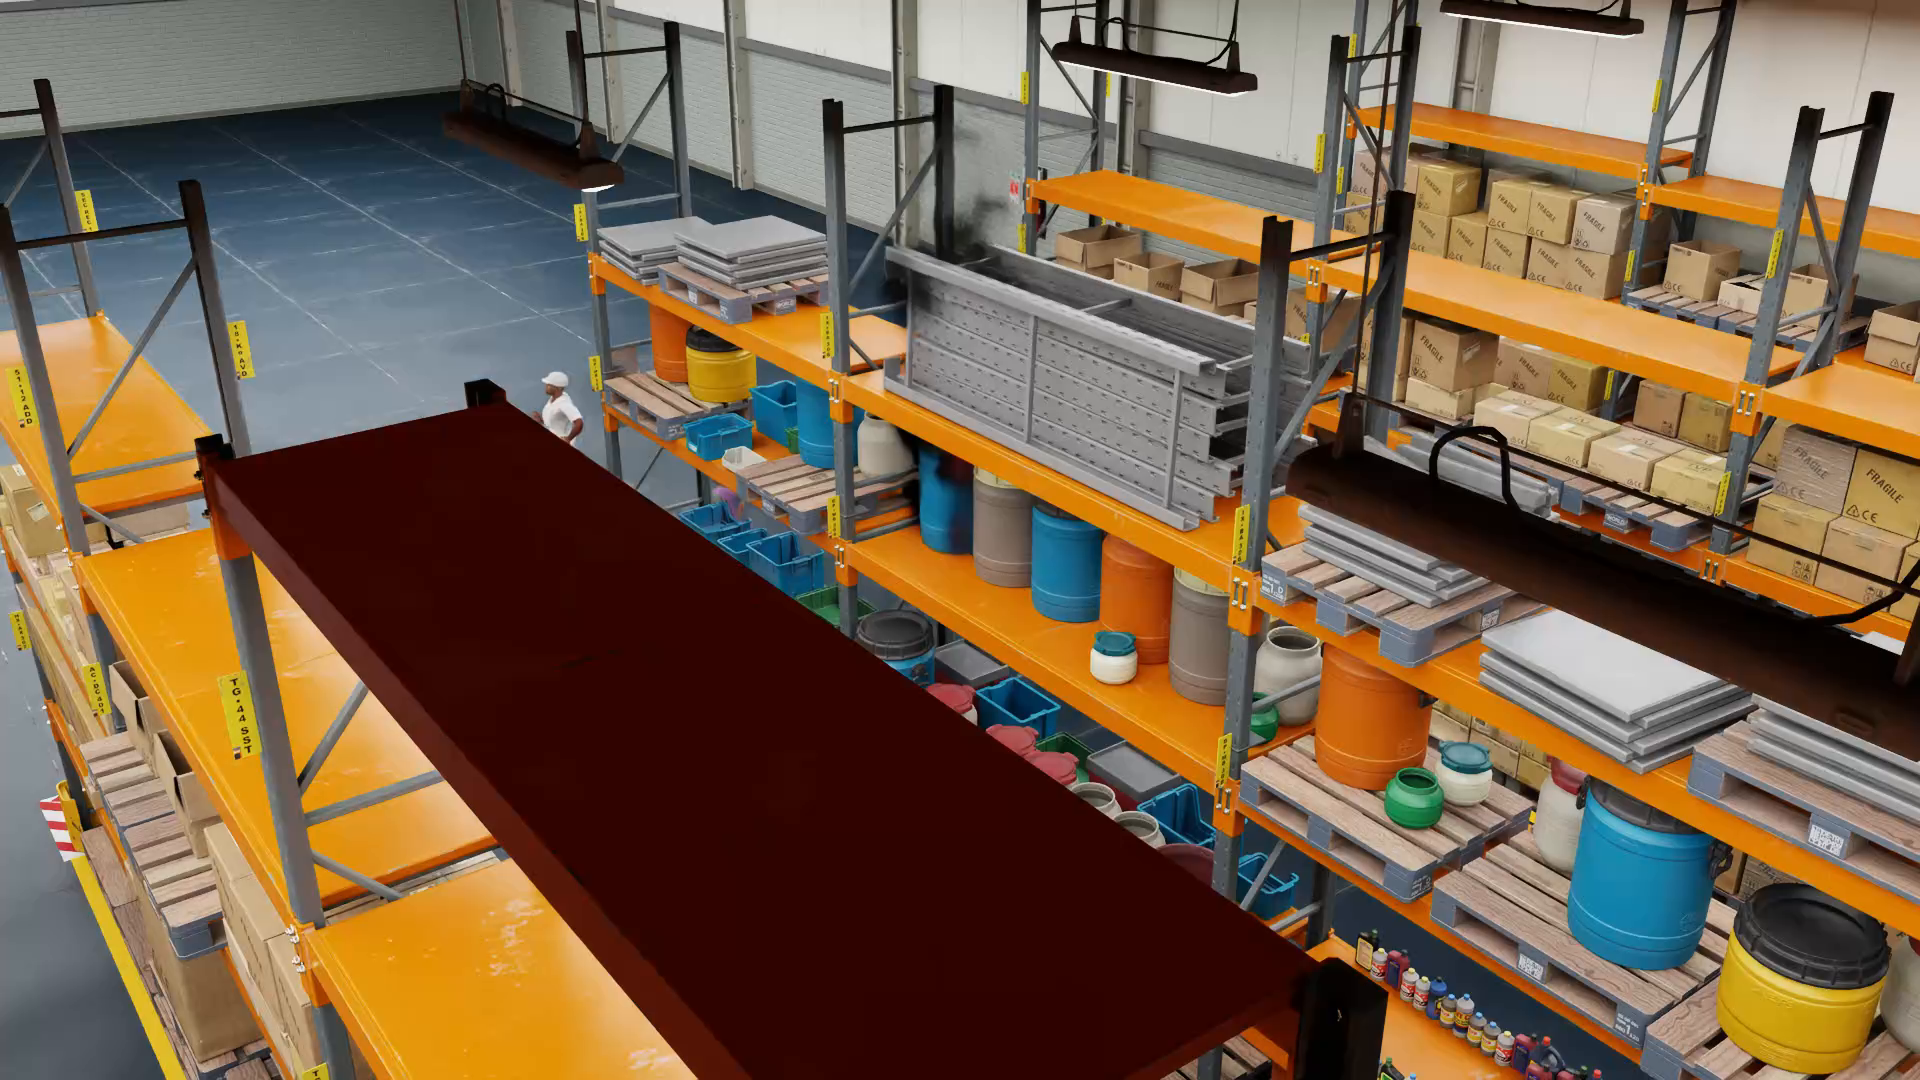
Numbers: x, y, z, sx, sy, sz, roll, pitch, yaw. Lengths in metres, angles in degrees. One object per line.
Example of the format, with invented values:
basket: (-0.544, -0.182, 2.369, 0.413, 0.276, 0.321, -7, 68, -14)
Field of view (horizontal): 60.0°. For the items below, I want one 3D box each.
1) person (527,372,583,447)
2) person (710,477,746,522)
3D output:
person: (-4.631, -1.075, 19.220, 0.706, 1.812, 0.673, -4, 25, -9)
person: (-2.521, -0.120, 17.411, 0.514, 1.528, 0.554, 5, 25, 10)
